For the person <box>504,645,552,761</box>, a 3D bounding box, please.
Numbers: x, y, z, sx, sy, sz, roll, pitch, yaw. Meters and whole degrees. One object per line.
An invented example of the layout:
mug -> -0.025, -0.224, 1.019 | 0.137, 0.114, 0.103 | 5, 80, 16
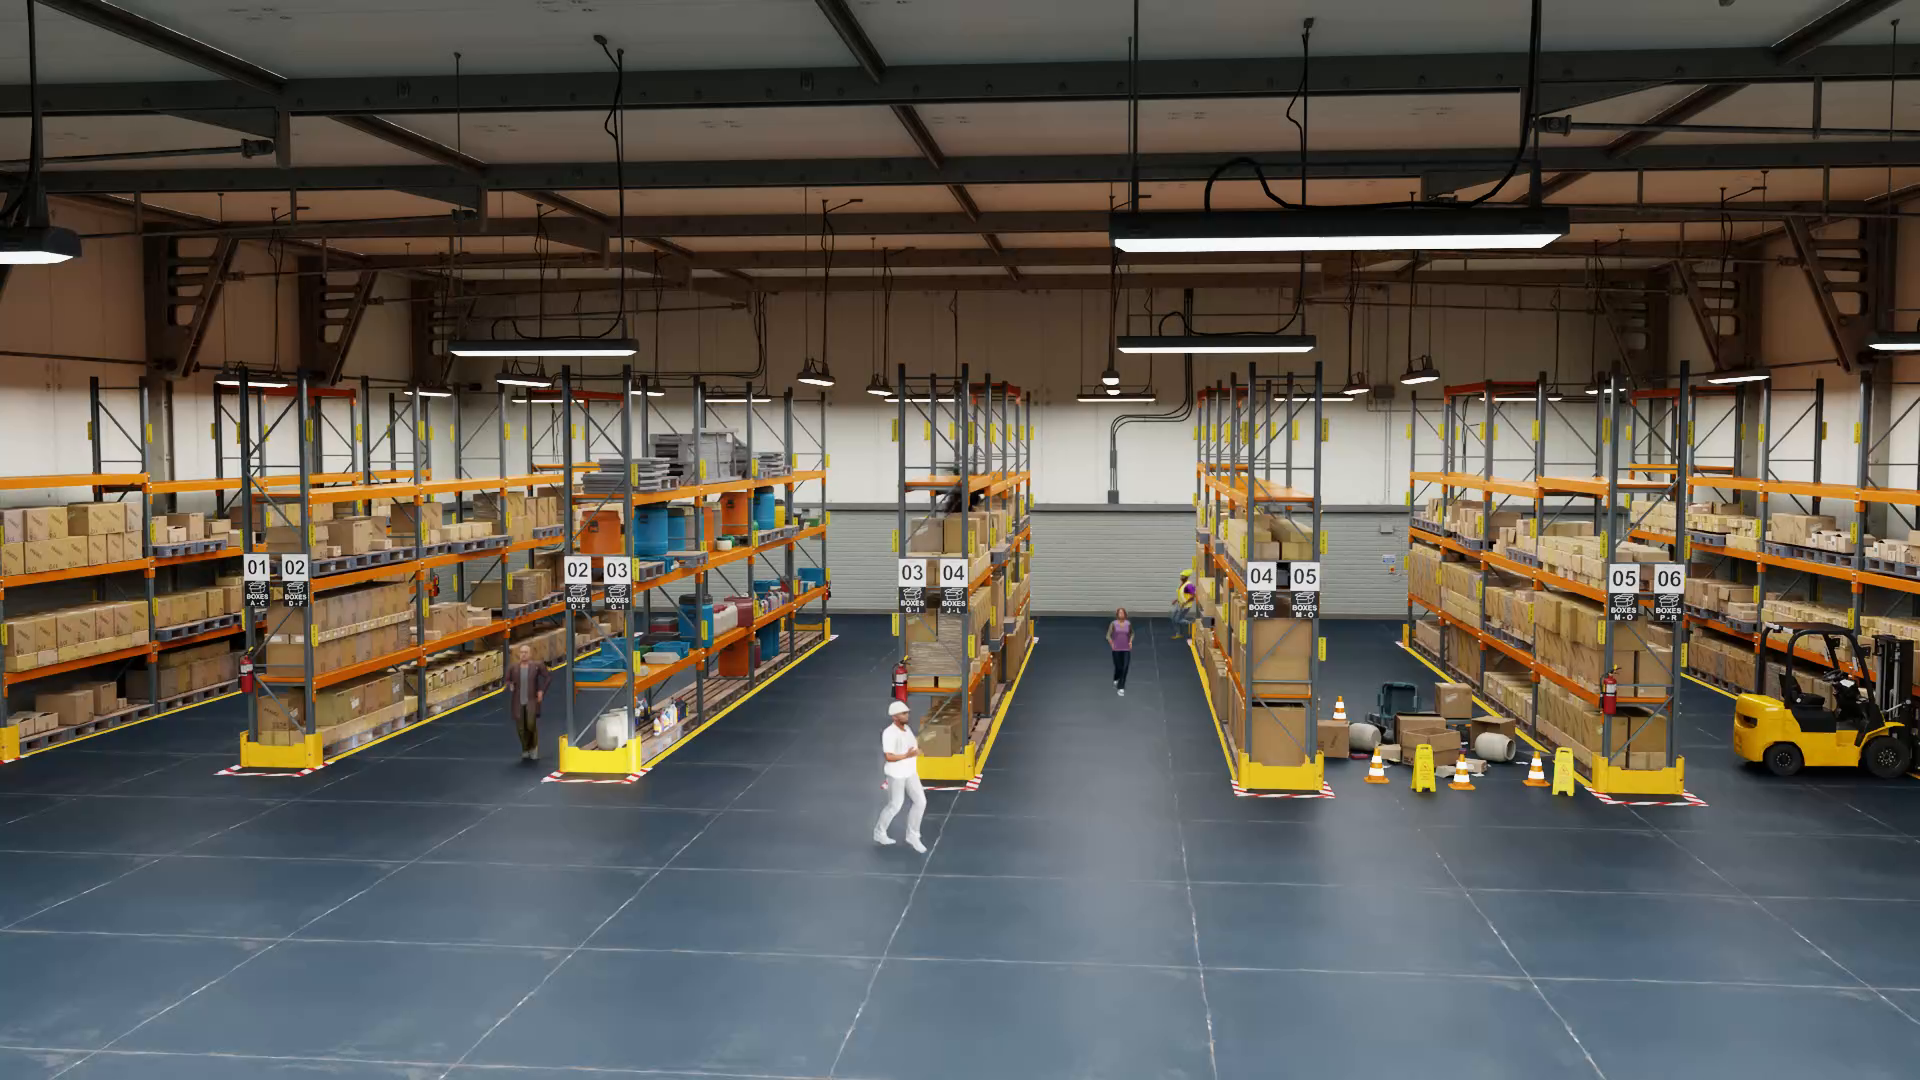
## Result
person -> -6.617, 2.500, 25.346 | 0.692, 1.771, 0.686 | 0, 4, -2

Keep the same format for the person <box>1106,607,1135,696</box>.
person -> 2.916, 2.006, 30.031 | 0.536, 1.574, 0.532 | 0, 4, -4

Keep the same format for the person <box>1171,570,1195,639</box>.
person -> 5.461, 1.575, 40.378 | 0.540, 1.715, 0.749 | -1, 4, -13

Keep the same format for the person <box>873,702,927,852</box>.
person -> -0.704, 2.841, 19.921 | 0.730, 1.823, 0.674 | 2, 4, 31
